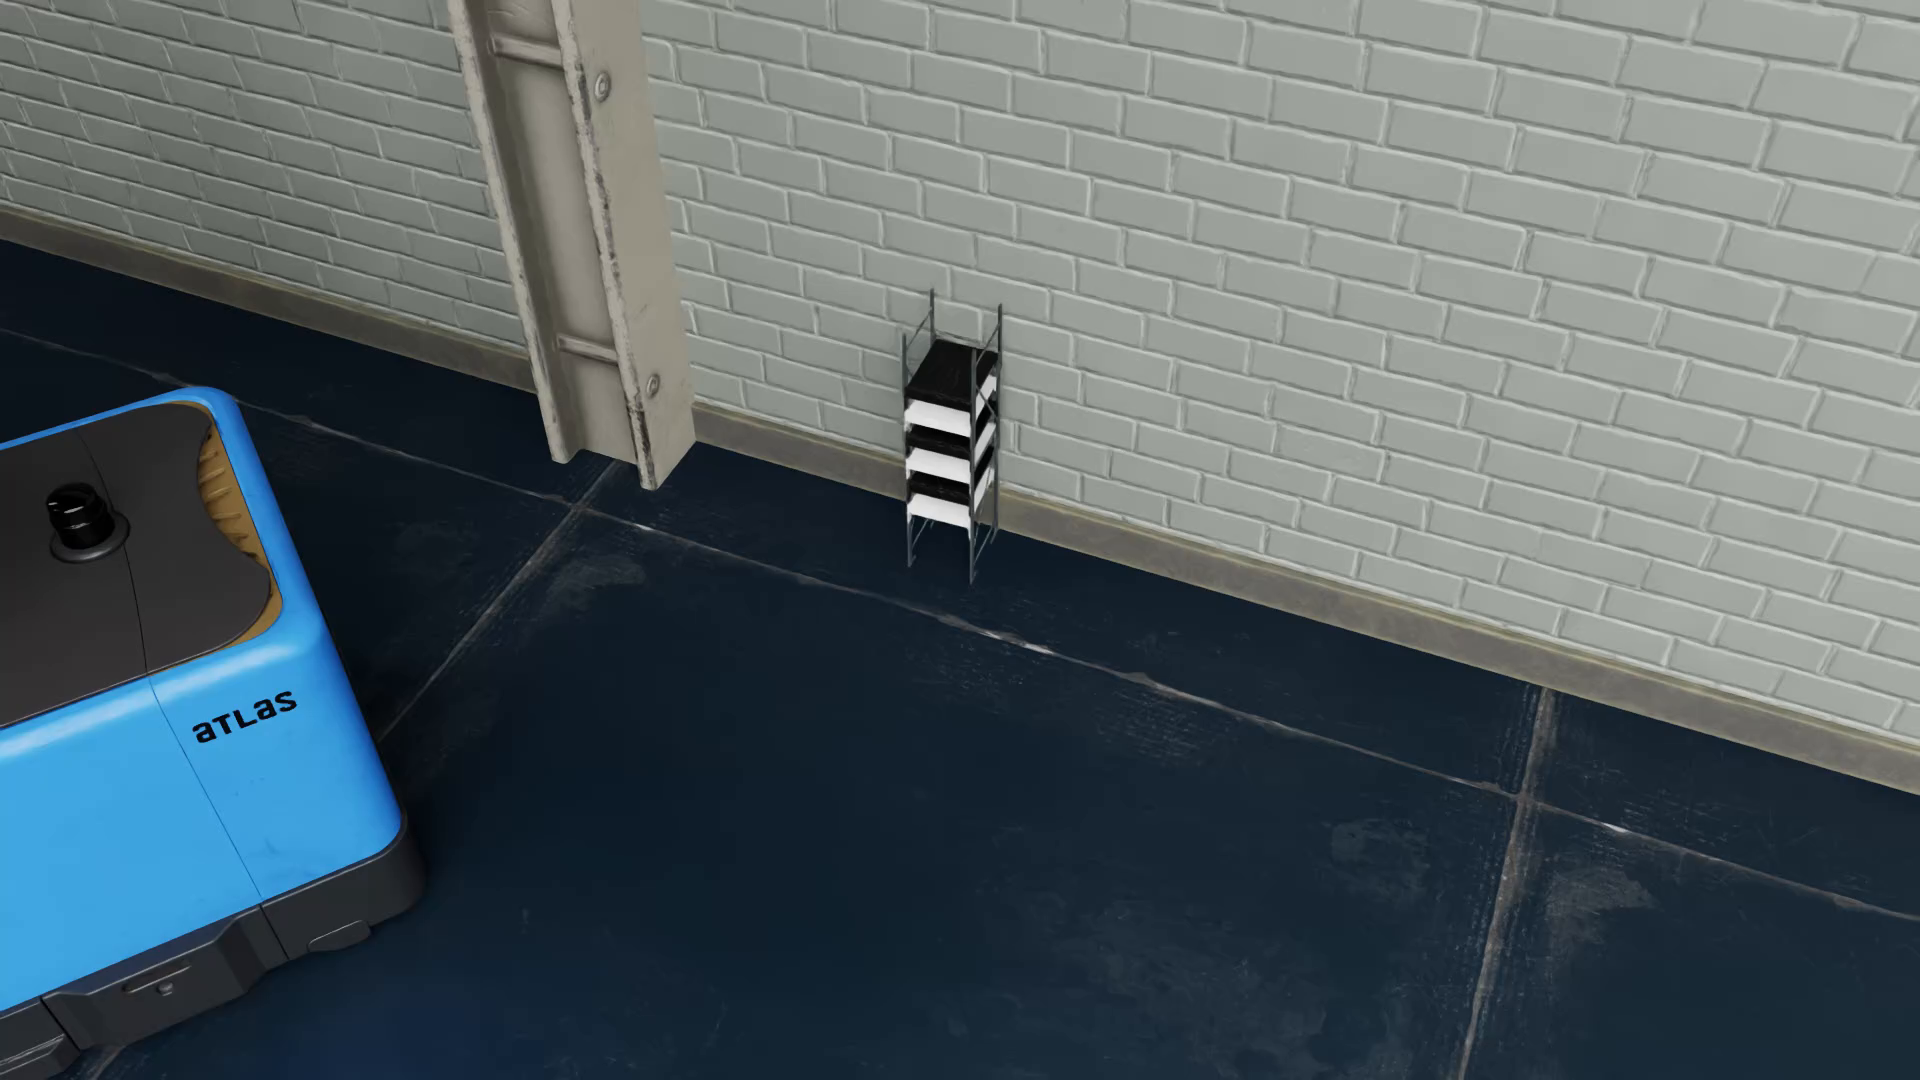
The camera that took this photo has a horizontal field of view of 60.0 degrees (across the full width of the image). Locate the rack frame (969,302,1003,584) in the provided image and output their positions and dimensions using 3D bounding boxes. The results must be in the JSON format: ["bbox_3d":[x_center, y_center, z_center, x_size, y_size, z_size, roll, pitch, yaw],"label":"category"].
[{"bbox_3d":[0.074,-0.263,4.876,0.006,0.900,0.240,15,46,14],"label":"rack frame"}]

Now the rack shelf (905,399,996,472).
[{"bbox_3d":[-0.021,-0.328,4.861,0.200,0.077,0.258,15,46,14],"label":"rack shelf"}]

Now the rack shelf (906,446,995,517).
[{"bbox_3d":[-0.021,-0.200,4.987,0.200,0.077,0.258,15,46,14],"label":"rack shelf"}]

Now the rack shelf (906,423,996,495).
[{"bbox_3d":[-0.021,-0.264,4.924,0.200,0.077,0.258,15,46,14],"label":"rack shelf"}]

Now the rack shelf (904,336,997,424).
[{"bbox_3d":[-0.021,-0.457,4.734,0.200,0.077,0.258,15,46,14],"label":"rack shelf"}]

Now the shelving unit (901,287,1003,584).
[{"bbox_3d":[-0.021,-0.288,4.901,0.210,0.900,0.258,15,46,14],"label":"shelving unit"}]

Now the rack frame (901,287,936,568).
[{"bbox_3d":[-0.116,-0.313,4.925,0.006,0.900,0.240,15,46,14],"label":"rack frame"}]

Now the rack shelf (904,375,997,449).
[{"bbox_3d":[-0.021,-0.392,4.798,0.200,0.077,0.258,15,46,14],"label":"rack shelf"}]

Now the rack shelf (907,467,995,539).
[{"bbox_3d":[-0.022,-0.136,5.051,0.200,0.077,0.258,15,46,14],"label":"rack shelf"}]

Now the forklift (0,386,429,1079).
[{"bbox_3d":[-2.900,0.126,3.046,3.031,2.935,1.130,-22,49,-21],"label":"forklift"}]
